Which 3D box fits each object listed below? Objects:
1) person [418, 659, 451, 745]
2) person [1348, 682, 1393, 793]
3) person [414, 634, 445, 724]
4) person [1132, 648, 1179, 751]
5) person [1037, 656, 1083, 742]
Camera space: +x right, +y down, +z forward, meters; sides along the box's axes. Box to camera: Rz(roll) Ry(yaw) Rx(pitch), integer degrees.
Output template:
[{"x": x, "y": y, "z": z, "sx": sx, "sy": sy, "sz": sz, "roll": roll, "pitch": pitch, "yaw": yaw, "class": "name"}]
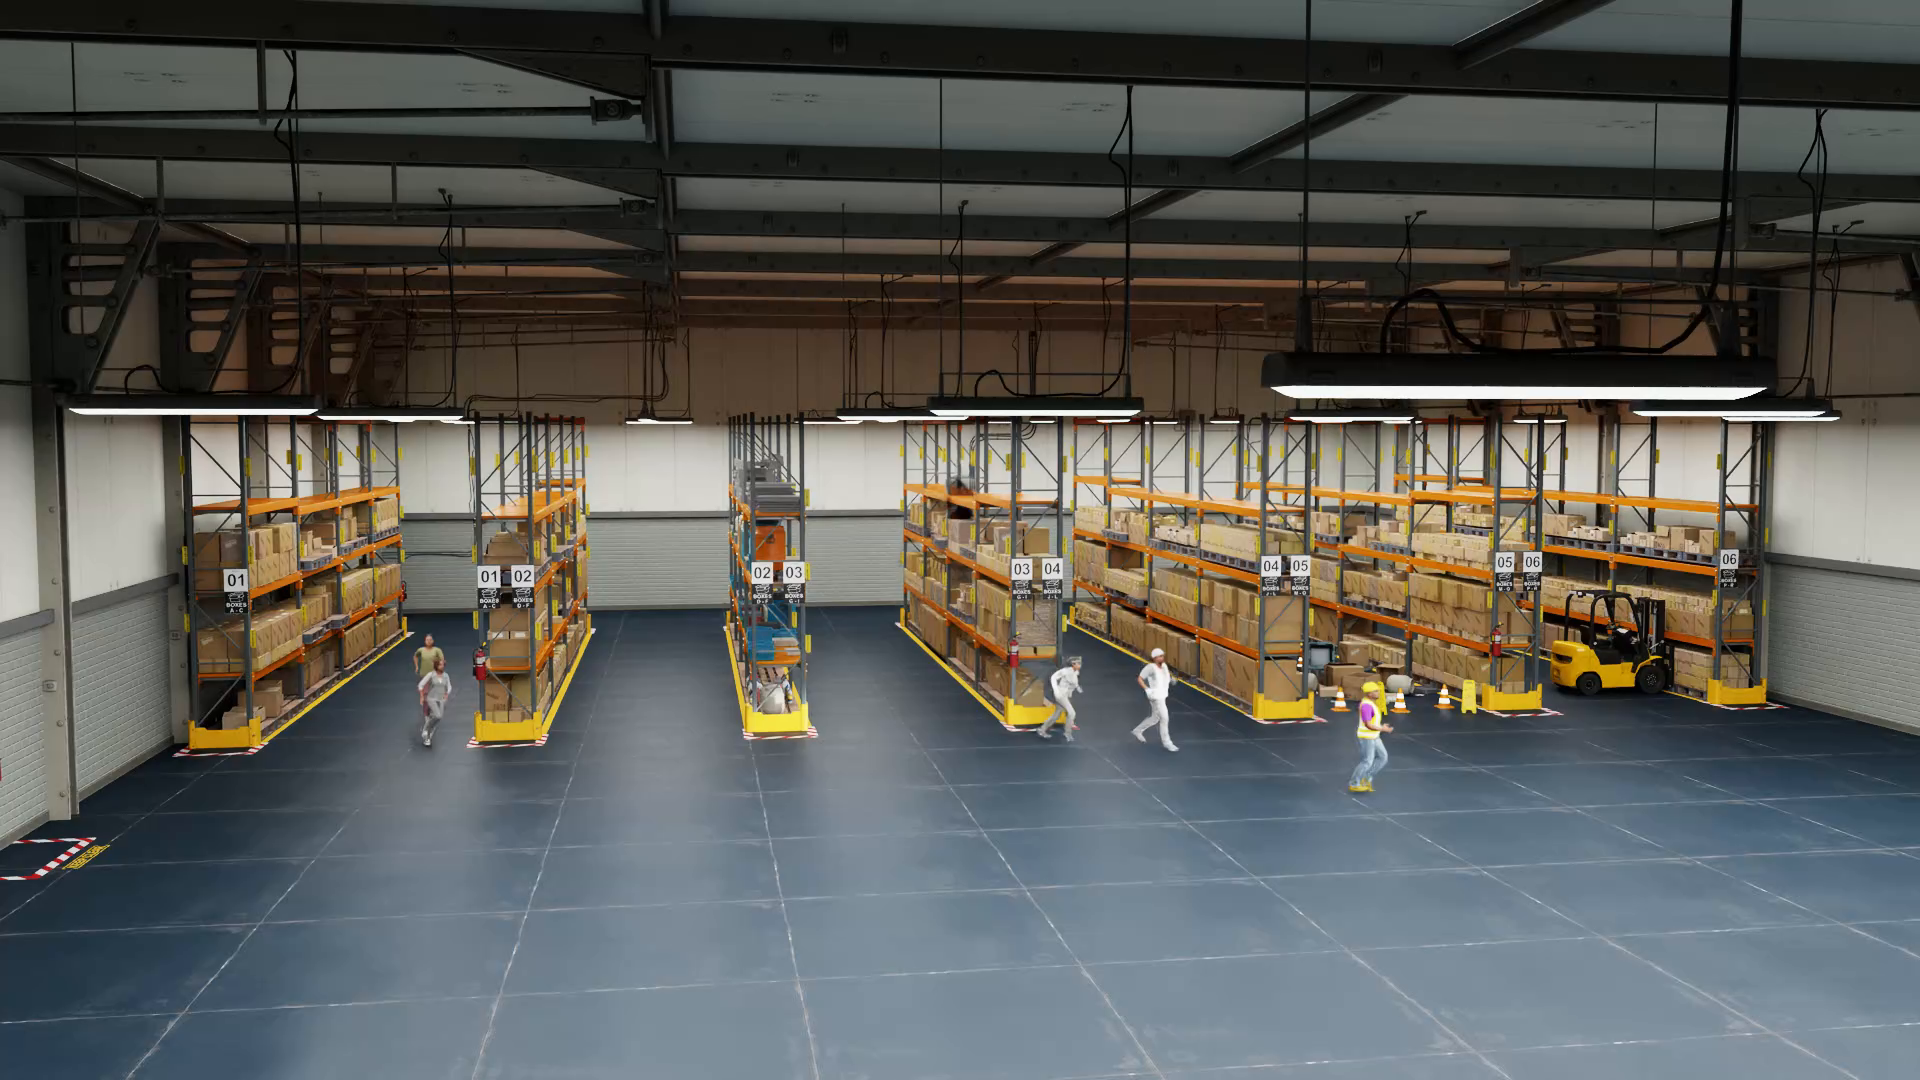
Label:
[{"x": -9.403, "y": 2.919, "z": 29.942, "sx": 0.558, "sy": 1.527, "sz": 0.514, "roll": -4, "pitch": 5, "yaw": -42, "class": "person"}, {"x": 6.418, "y": 3.093, "z": 25.913, "sx": 0.684, "sy": 1.780, "sz": 0.734, "roll": 2, "pitch": 4, "yaw": 23, "class": "person"}, {"x": -10.314, "y": 2.679, "z": 32.351, "sx": 0.557, "sy": 1.682, "sz": 0.879, "roll": -2, "pitch": 4, "yaw": -21, "class": "person"}, {"x": 3.501, "y": 2.814, "z": 29.614, "sx": 0.926, "sy": 1.796, "sz": 0.665, "roll": 2, "pitch": 5, "yaw": 32, "class": "person"}, {"x": 1.850, "y": 2.899, "z": 30.410, "sx": 0.851, "sy": 1.615, "sz": 0.643, "roll": 3, "pitch": 5, "yaw": 35, "class": "person"}]
